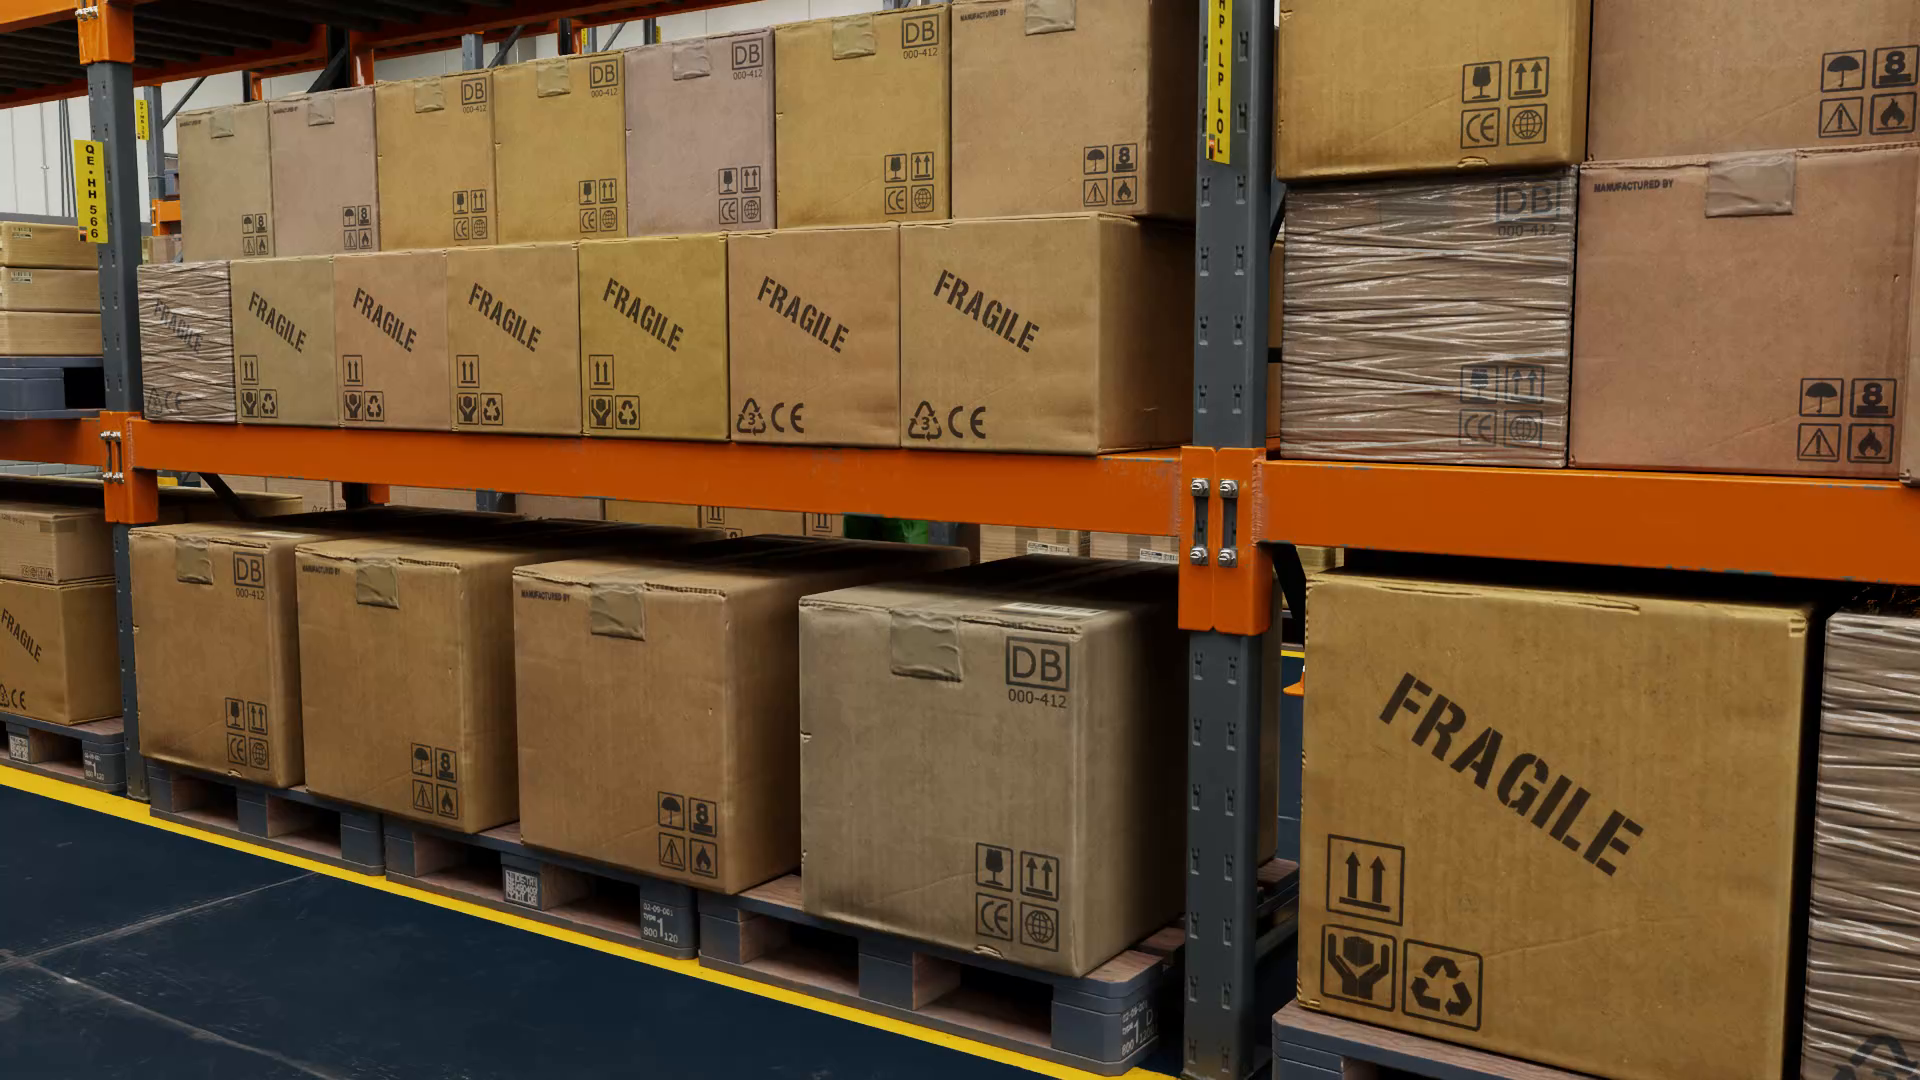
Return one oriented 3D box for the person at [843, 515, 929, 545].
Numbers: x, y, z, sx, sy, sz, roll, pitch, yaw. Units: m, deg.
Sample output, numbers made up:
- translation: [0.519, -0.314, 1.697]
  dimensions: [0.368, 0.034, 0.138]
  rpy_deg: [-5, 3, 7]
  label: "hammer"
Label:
- translation: [-0.320, -0.230, 7.733]
  dimensions: [0.492, 1.785, 0.561]
  rpy_deg: [4, 8, 34]
  label: "person"
